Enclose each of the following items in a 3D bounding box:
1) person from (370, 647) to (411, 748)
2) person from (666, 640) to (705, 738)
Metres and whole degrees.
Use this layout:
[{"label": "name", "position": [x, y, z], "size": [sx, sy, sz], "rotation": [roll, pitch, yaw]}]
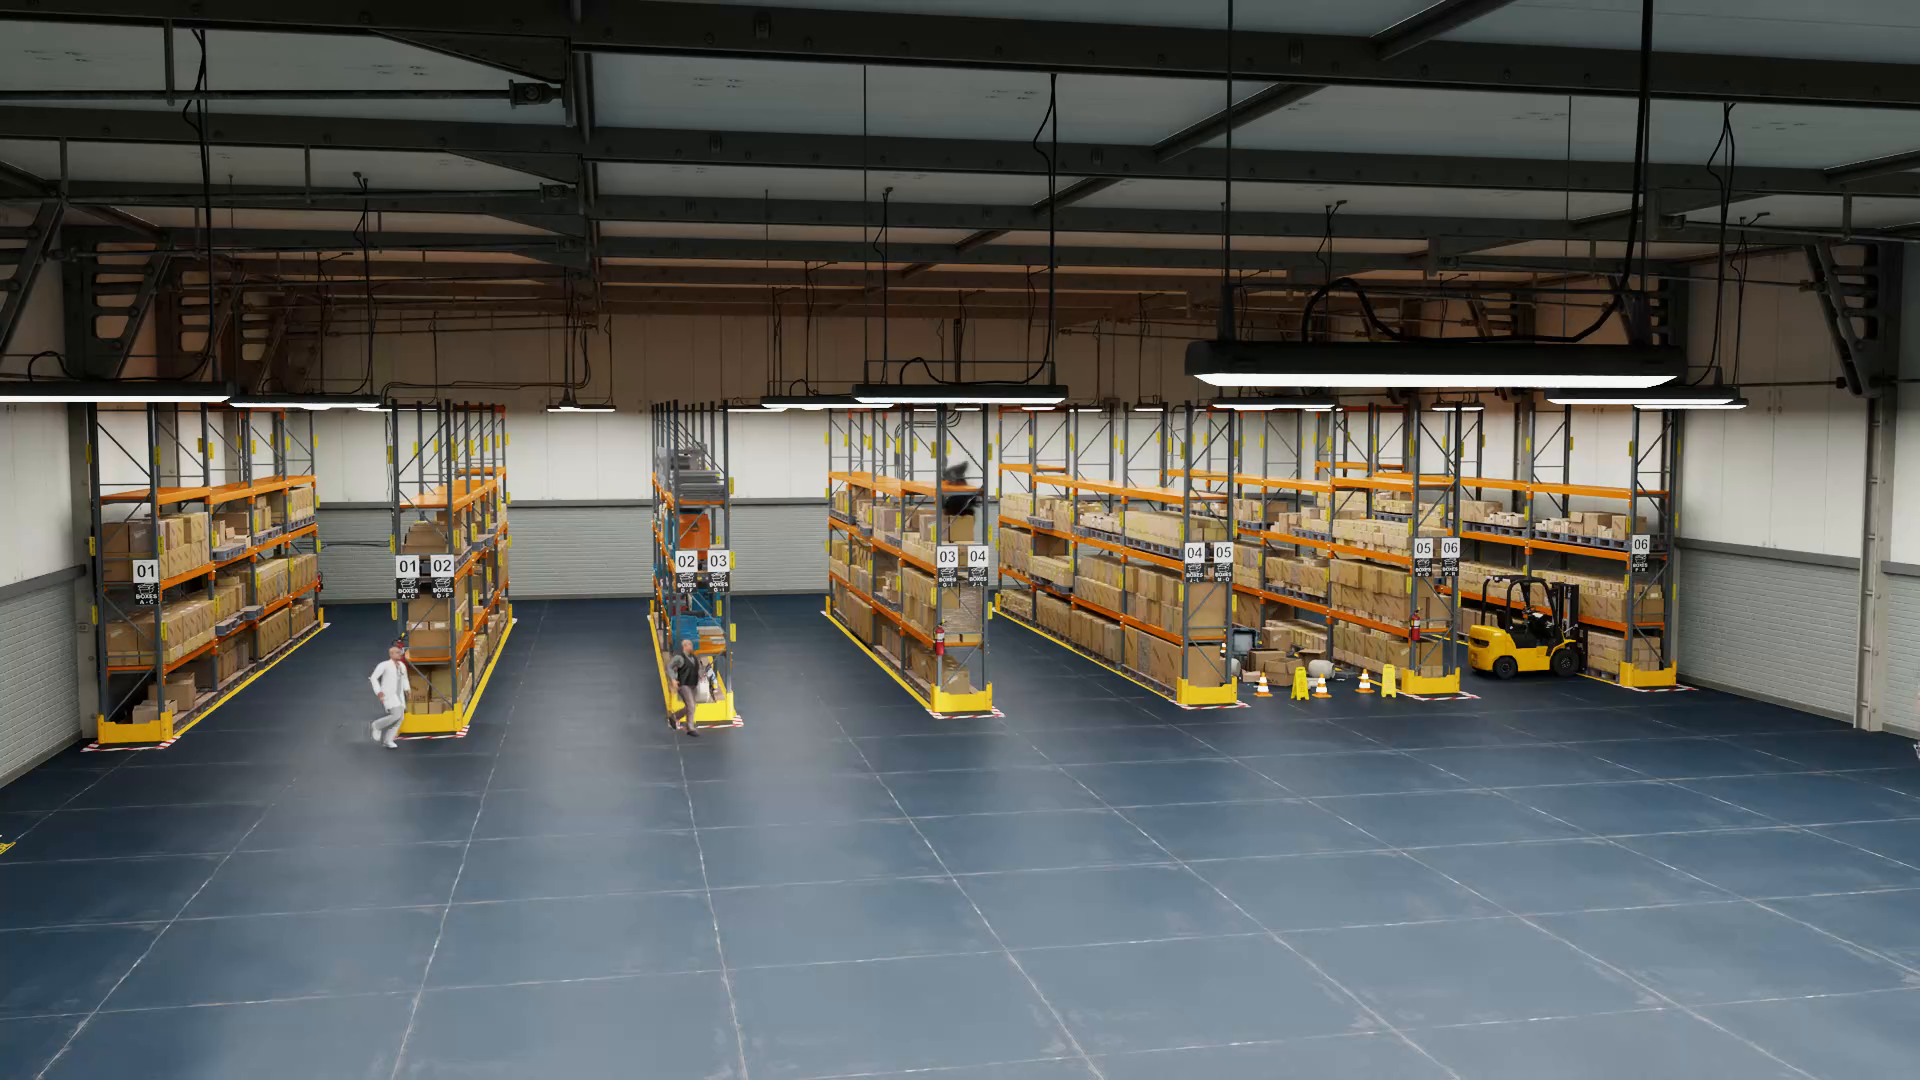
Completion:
[{"label": "person", "position": [-9.793, 2.705, 28.769], "size": [0.585, 1.695, 0.740], "rotation": [2, 5, 27]}, {"label": "person", "position": [-4.876, 2.642, 29.805], "size": [0.778, 1.702, 0.700], "rotation": [3, 5, 32]}]
